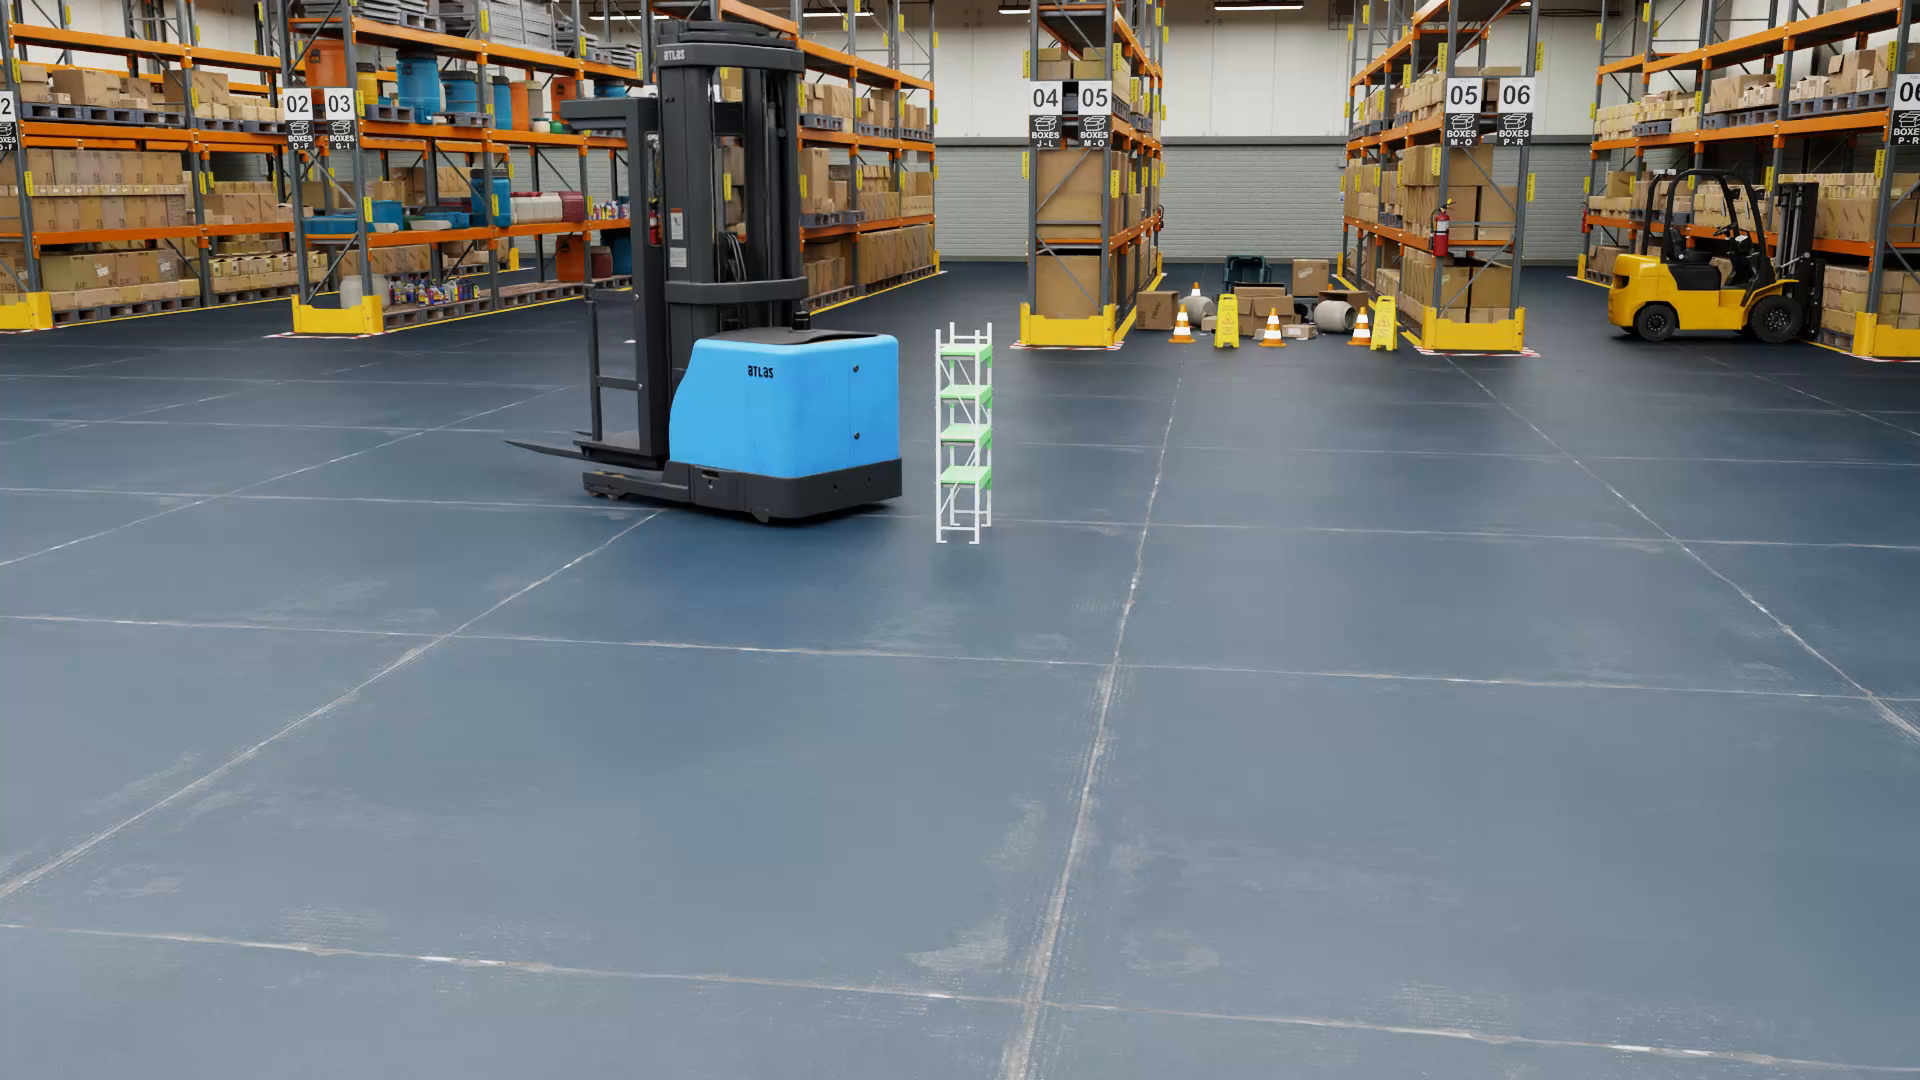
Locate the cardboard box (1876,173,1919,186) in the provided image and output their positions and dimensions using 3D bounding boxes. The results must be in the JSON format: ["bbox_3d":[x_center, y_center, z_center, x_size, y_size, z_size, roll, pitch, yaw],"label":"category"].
[{"bbox_3d":[11.015,-4.235,19.542,0.380,0.149,0.250,2,12,9],"label":"cardboard box"}]

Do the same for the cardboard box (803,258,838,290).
[{"bbox_3d":[-2.455,-4.526,28.264,0.700,0.500,0.500,1,12,4],"label":"cardboard box"}]

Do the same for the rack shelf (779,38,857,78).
[{"bbox_3d":[-2.606,-7.758,26.789,1.077,0.370,4.000,2,12,9],"label":"rack shelf"}]

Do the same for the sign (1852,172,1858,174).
[{"bbox_3d":[12.332,-4.919,22.957,0.100,0.325,0.005,2,12,9],"label":"sign"}]

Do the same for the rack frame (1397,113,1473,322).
[{"bbox_3d":[6.878,-4.635,23.881,1.000,3.000,0.127,2,12,9],"label":"rack frame"}]

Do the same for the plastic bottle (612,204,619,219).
[{"bbox_3d":[-6.593,-6.257,31.701,0.152,0.276,0.135,2,12,9],"label":"plastic bottle"}]

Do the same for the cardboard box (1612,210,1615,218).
[{"bbox_3d":[13.068,-6.413,32.726,0.380,0.149,0.250,2,12,9],"label":"cardboard box"}]

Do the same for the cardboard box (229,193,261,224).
[{"bbox_3d":[-12.409,-5.700,28.585,0.500,0.500,0.500,2,12,9],"label":"cardboard box"}]

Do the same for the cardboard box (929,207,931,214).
[{"bbox_3d":[-0.836,-7.192,36.344,0.380,0.149,0.250,2,12,9],"label":"cardboard box"}]

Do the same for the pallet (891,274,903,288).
[{"bbox_3d":[-1.728,-5.095,32.635,1.003,0.211,1.213,2,12,9],"label":"pallet"}]

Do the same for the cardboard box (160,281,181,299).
[{"bbox_3d":[-12.644,-3.932,26.147,0.500,0.250,0.500,2,12,9],"label":"cardboard box"}]

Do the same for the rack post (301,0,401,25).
[{"bbox_3d":[-8.181,-7.126,22.384,0.937,0.300,0.954,3,13,15],"label":"rack post"}]

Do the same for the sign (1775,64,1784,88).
[{"bbox_3d":[11.246,-6.364,22.807,0.100,0.325,0.005,2,12,9],"label":"sign"}]

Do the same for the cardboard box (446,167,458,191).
[{"bbox_3d":[-11.042,-7.677,35.387,0.500,0.500,0.500,1,12,7],"label":"cardboard box"}]

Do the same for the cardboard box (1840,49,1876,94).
[{"bbox_3d":[11.252,-5.722,20.332,0.700,0.500,0.500,2,12,9],"label":"cardboard box"}]

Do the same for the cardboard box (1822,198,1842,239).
[{"bbox_3d":[11.152,-4.017,20.774,0.500,0.500,0.500,2,12,8],"label":"cardboard box"}]

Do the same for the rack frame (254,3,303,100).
[{"bbox_3d":[-15.751,-10.868,38.564,1.000,3.000,0.127,2,12,9],"label":"rack frame"}]

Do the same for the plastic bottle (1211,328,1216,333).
[{"bbox_3d":[3.478,-2.827,22.465,0.133,0.061,0.283,-2,12,-11],"label":"plastic bottle"}]

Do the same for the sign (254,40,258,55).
[{"bbox_3d":[-16.299,-11.422,38.539,0.100,0.325,0.005,2,12,9],"label":"sign"}]

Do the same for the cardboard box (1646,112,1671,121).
[{"bbox_3d":[12.435,-7.530,29.557,0.380,0.149,0.250,2,12,9],"label":"cardboard box"}]

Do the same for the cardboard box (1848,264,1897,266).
[{"bbox_3d":[11.676,-3.401,21.309,0.500,0.250,0.500,2,12,8],"label":"cardboard box"}]

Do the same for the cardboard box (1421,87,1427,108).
[{"bbox_3d":[6.305,-5.774,21.696,0.500,0.250,0.500,2,12,9],"label":"cardboard box"}]

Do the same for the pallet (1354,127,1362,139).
[{"bbox_3d":[8.435,-8.147,33.265,1.003,0.211,1.213,2,12,9],"label":"pallet"}]

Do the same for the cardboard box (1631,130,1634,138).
[{"bbox_3d":[12.818,-7.619,31.204,0.380,0.149,0.250,2,12,9],"label":"cardboard box"}]

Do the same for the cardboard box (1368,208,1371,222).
[{"bbox_3d":[7.471,-5.719,29.268,0.500,0.250,0.500,2,12,8],"label":"cardboard box"}]

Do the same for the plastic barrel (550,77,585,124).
[{"bbox_3d":[-7.102,-7.949,30.122,0.600,0.830,0.708,2,12,9],"label":"plastic barrel"}]

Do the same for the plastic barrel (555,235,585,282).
[{"bbox_3d":[-7.134,-5.196,30.639,0.600,0.830,0.708,2,12,9],"label":"plastic barrel"}]

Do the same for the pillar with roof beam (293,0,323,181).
[{"bbox_3d":[-11.937,-11.319,40.655,9.100,9.000,0.548,2,12,9],"label":"pillar with roof beam"}]

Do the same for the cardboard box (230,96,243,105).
[{"bbox_3d":[-15.907,-9.363,36.042,0.500,0.500,0.500,2,12,7],"label":"cardboard box"}]

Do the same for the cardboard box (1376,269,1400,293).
[{"bbox_3d":[7.397,-4.271,27.433,0.950,0.372,0.625,1,12,5],"label":"cardboard box"}]

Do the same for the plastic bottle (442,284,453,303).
[{"bbox_3d":[-7.730,-3.716,25.037,0.152,0.276,0.135,2,12,10],"label":"plastic bottle"}]

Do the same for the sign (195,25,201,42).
[{"bbox_3d":[-15.829,-10.516,34.524,0.100,0.325,0.005,2,12,9],"label":"sign"}]

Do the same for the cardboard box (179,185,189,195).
[{"bbox_3d":[-12.532,-5.580,26.490,0.380,0.149,0.250,2,12,9],"label":"cardboard box"}]

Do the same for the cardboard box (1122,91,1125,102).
[{"bbox_3d":[2.037,-6.021,22.553,0.380,0.149,0.250,2,12,8],"label":"cardboard box"}]

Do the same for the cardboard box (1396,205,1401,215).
[{"bbox_3d":[6.747,-4.943,24.908,0.380,0.149,0.250,2,12,8],"label":"cardboard box"}]

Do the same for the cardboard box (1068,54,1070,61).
[{"bbox_3d":[1.230,-6.222,21.592,0.380,0.149,0.250,2,12,9],"label":"cardboard box"}]

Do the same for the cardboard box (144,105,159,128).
[{"bbox_3d":[-16.632,-8.536,33.579,0.700,0.500,0.500,2,12,8],"label":"cardboard box"}]

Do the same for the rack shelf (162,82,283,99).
[{"bbox_3d":[-16.059,-9.905,36.750,1.077,0.370,4.000,2,12,9],"label":"rack shelf"}]

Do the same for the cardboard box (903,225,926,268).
[{"bbox_3d":[-1.228,-6.296,35.632,0.875,0.875,0.875,2,12,9],"label":"cardboard box"}]

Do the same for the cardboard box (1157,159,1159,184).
[{"bbox_3d":[3.844,-7.638,34.499,0.500,0.500,0.500,3,12,12],"label":"cardboard box"}]

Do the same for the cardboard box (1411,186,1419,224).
[{"bbox_3d":[6.391,-4.537,22.485,0.500,0.500,0.500,2,12,8],"label":"cardboard box"}]

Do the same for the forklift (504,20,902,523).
[{"bbox_3d":[-1.824,-1.766,10.730,3.031,2.935,1.130,10,16,38],"label":"forklift"}]

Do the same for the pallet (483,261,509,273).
[{"bbox_3d":[-10.990,-6.231,37.905,1.003,0.211,1.213,2,12,9],"label":"pallet"}]

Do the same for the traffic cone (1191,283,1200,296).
[{"bbox_3d":[3.670,-3.765,25.863,0.336,0.463,0.334,2,12,9],"label":"traffic cone"}]

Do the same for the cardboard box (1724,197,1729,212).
[{"bbox_3d":[11.859,-5.075,25.090,0.500,0.250,0.500,2,12,9],"label":"cardboard box"}]

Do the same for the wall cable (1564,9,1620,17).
[{"bbox_3d":[15.762,-13.758,38.771,2.988,3.039,0.133,2,12,9],"label":"wall cable"}]

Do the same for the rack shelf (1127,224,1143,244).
[{"bbox_3d":[2.279,-4.839,26.535,1.077,0.370,4.000,2,12,9],"label":"rack shelf"}]

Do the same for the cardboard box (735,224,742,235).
[{"bbox_3d":[-3.139,-4.155,22.251,0.380,0.149,0.250,2,12,9],"label":"cardboard box"}]

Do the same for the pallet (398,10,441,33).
[{"bbox_3d":[-8.092,-7.334,23.563,1.003,0.211,1.213,2,12,9],"label":"pallet"}]

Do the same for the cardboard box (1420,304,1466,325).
[{"bbox_3d":[6.125,-2.846,21.107,0.500,0.250,0.500,2,12,8],"label":"cardboard box"}]

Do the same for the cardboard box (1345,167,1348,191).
[{"bbox_3d":[8.369,-7.580,34.935,0.500,0.500,0.500,2,12,7],"label":"cardboard box"}]

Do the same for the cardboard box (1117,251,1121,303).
[{"bbox_3d":[1.978,-4.012,25.333,1.050,0.750,0.750,2,12,8],"label":"cardboard box"}]

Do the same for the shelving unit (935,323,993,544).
[{"bbox_3d":[0.025,-0.621,9.527,0.258,1.200,0.503,2,12,9],"label":"shelving unit"}]

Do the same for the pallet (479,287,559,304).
[{"bbox_3d":[-7.540,-4.173,28.356,1.003,0.211,1.213,2,12,9],"label":"pallet"}]
